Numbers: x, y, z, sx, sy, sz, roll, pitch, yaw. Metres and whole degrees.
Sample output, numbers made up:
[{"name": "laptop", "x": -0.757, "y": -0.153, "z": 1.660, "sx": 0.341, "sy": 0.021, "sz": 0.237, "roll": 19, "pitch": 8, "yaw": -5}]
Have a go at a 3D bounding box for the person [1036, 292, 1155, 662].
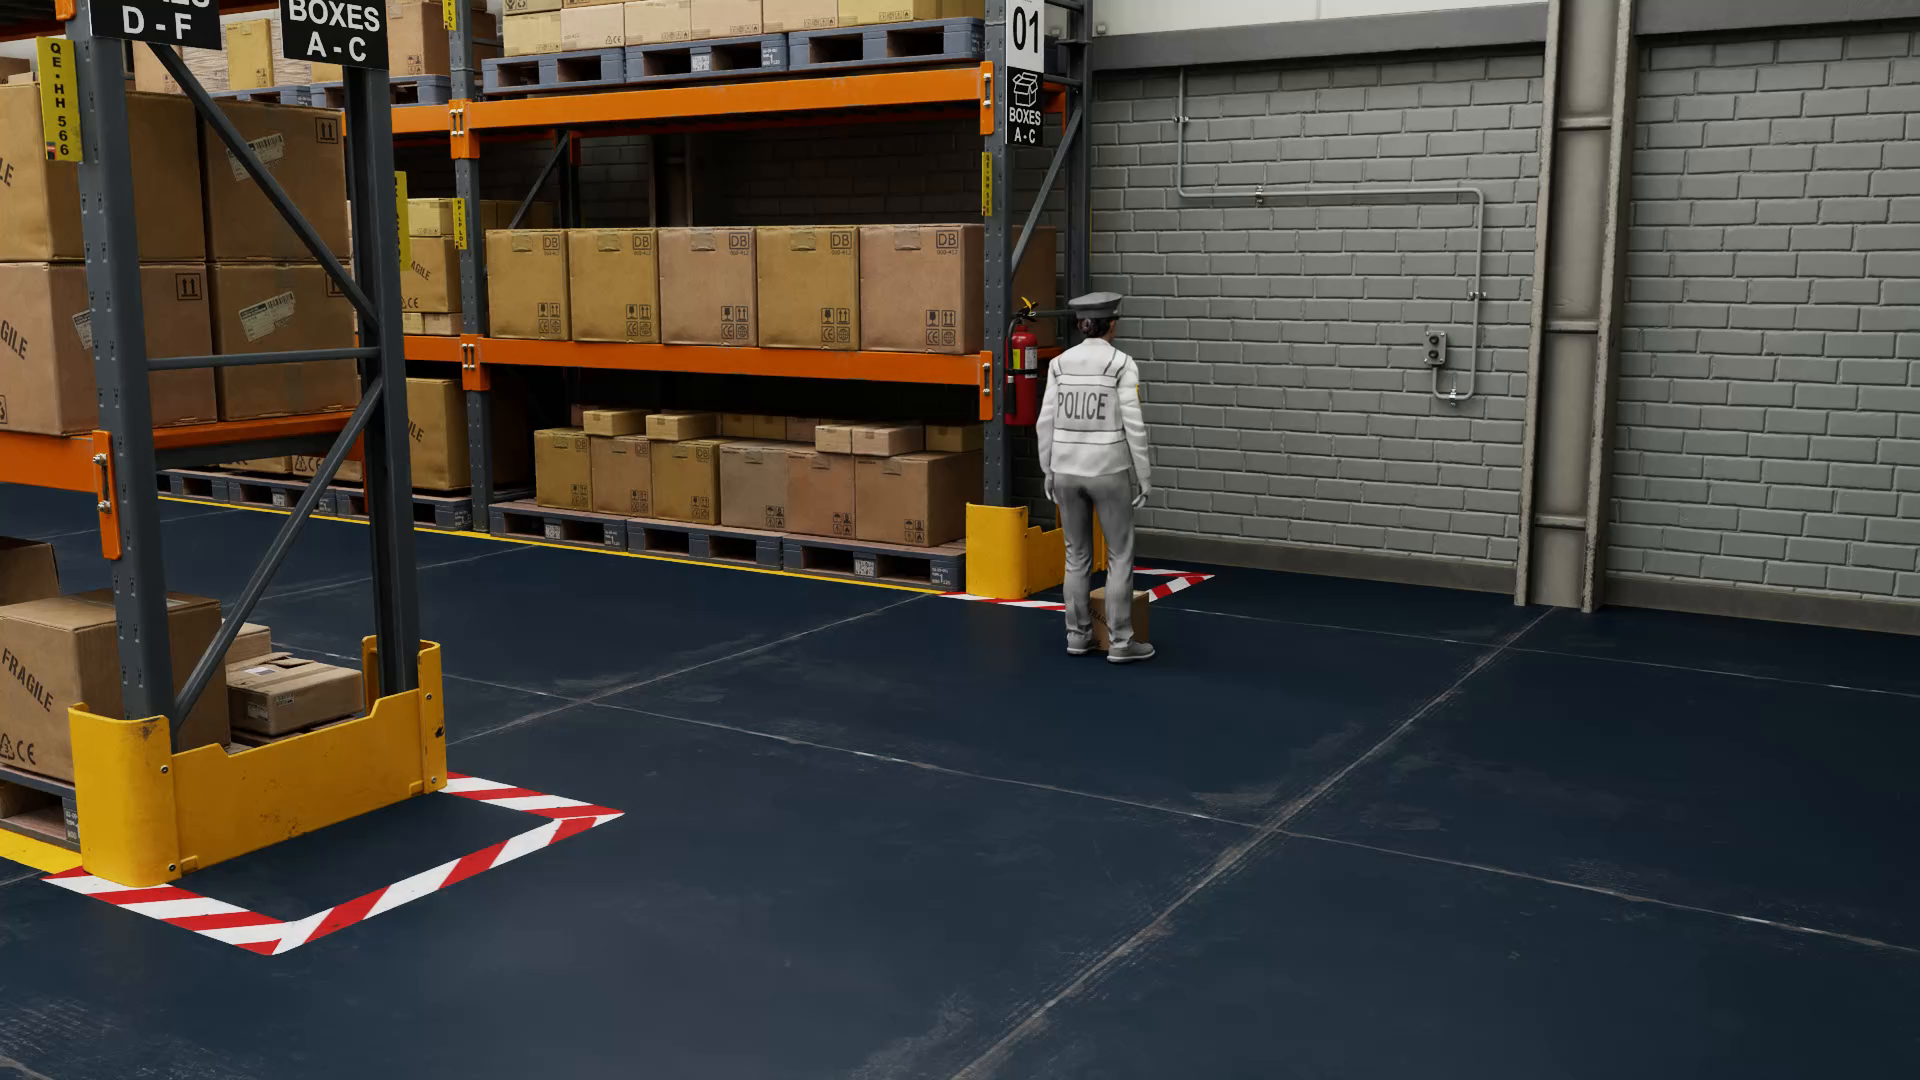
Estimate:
[{"name": "person", "x": 0.617, "y": -0.288, "z": 7.581, "sx": 0.542, "sy": 1.665, "sz": 0.406, "roll": 5, "pitch": 11, "yaw": 29}]
